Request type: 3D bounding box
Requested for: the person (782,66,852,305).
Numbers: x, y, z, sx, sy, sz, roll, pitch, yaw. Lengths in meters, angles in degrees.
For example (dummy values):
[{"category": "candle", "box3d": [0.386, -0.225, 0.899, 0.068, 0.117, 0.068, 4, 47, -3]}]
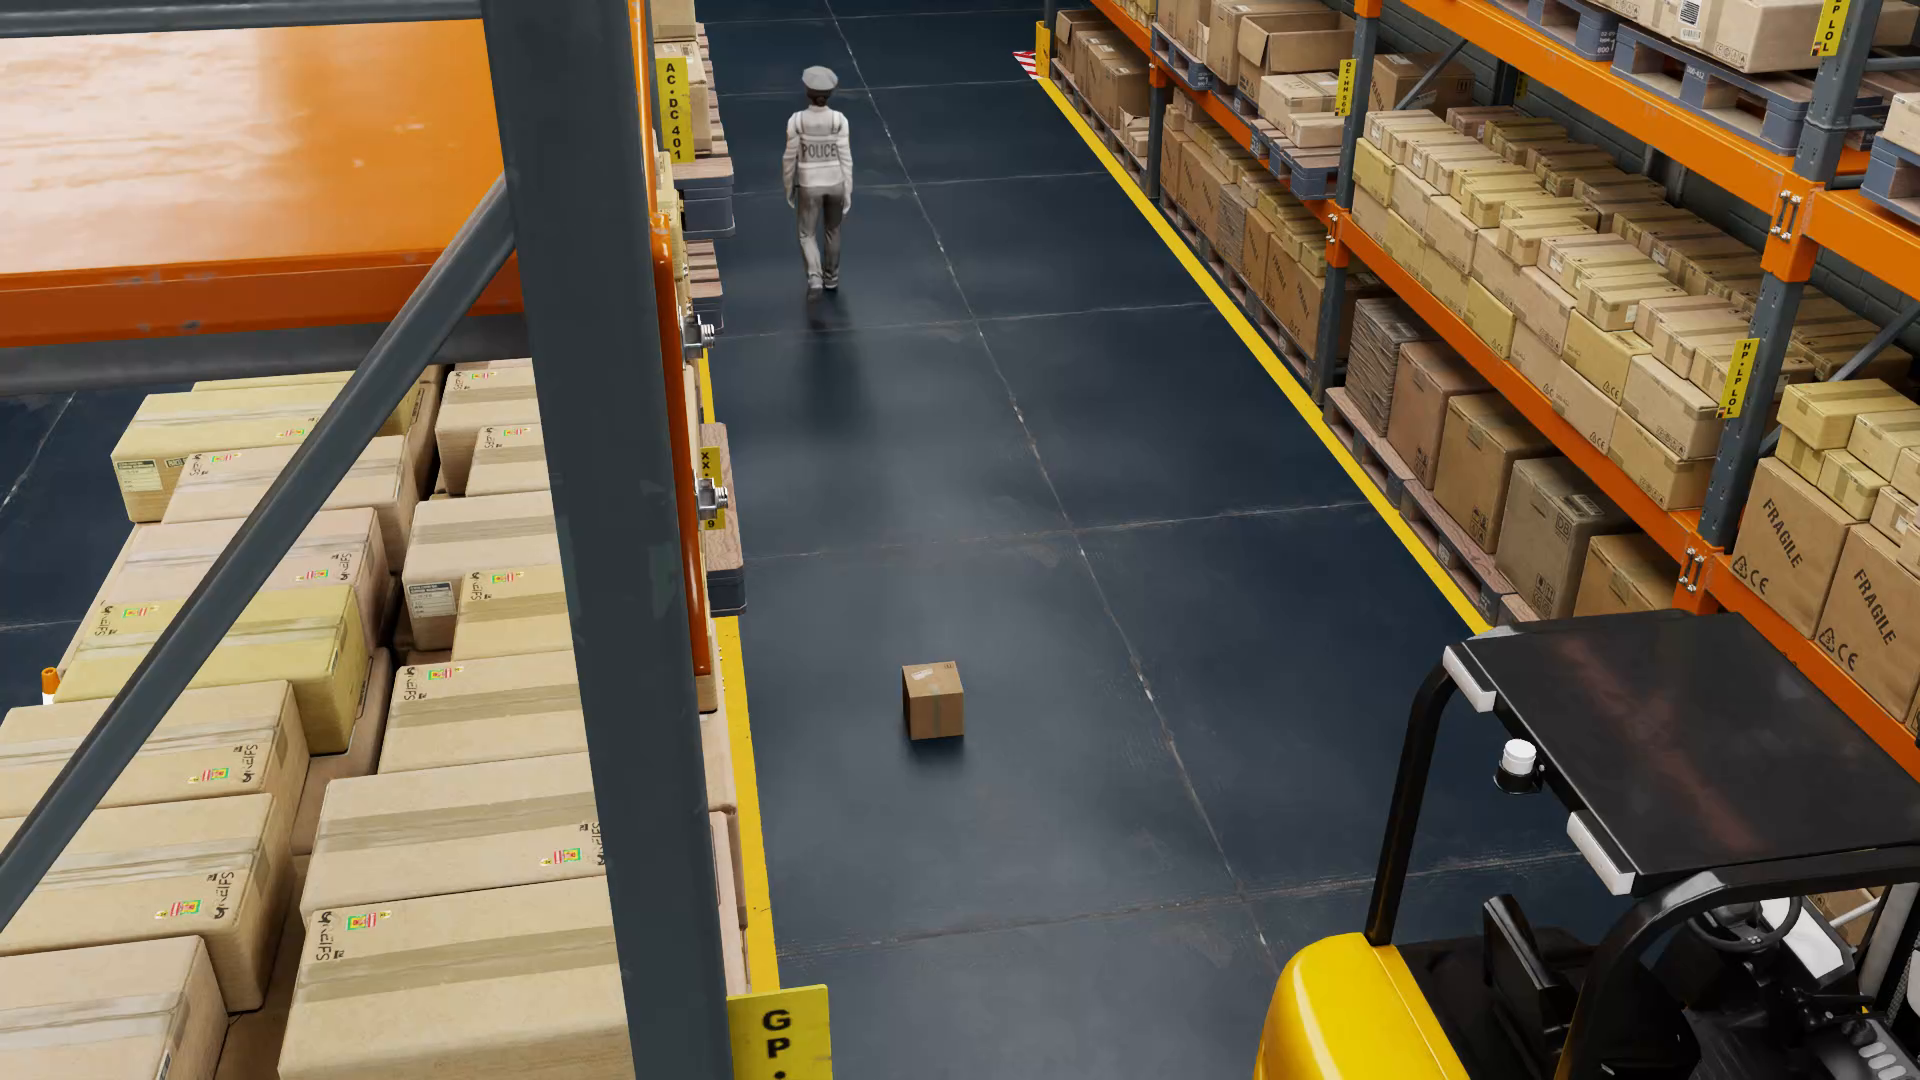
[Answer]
[{"category": "person", "box3d": [-1.001, -2.497, 11.768, 0.487, 1.651, 0.819, -5, 31, -8]}]
